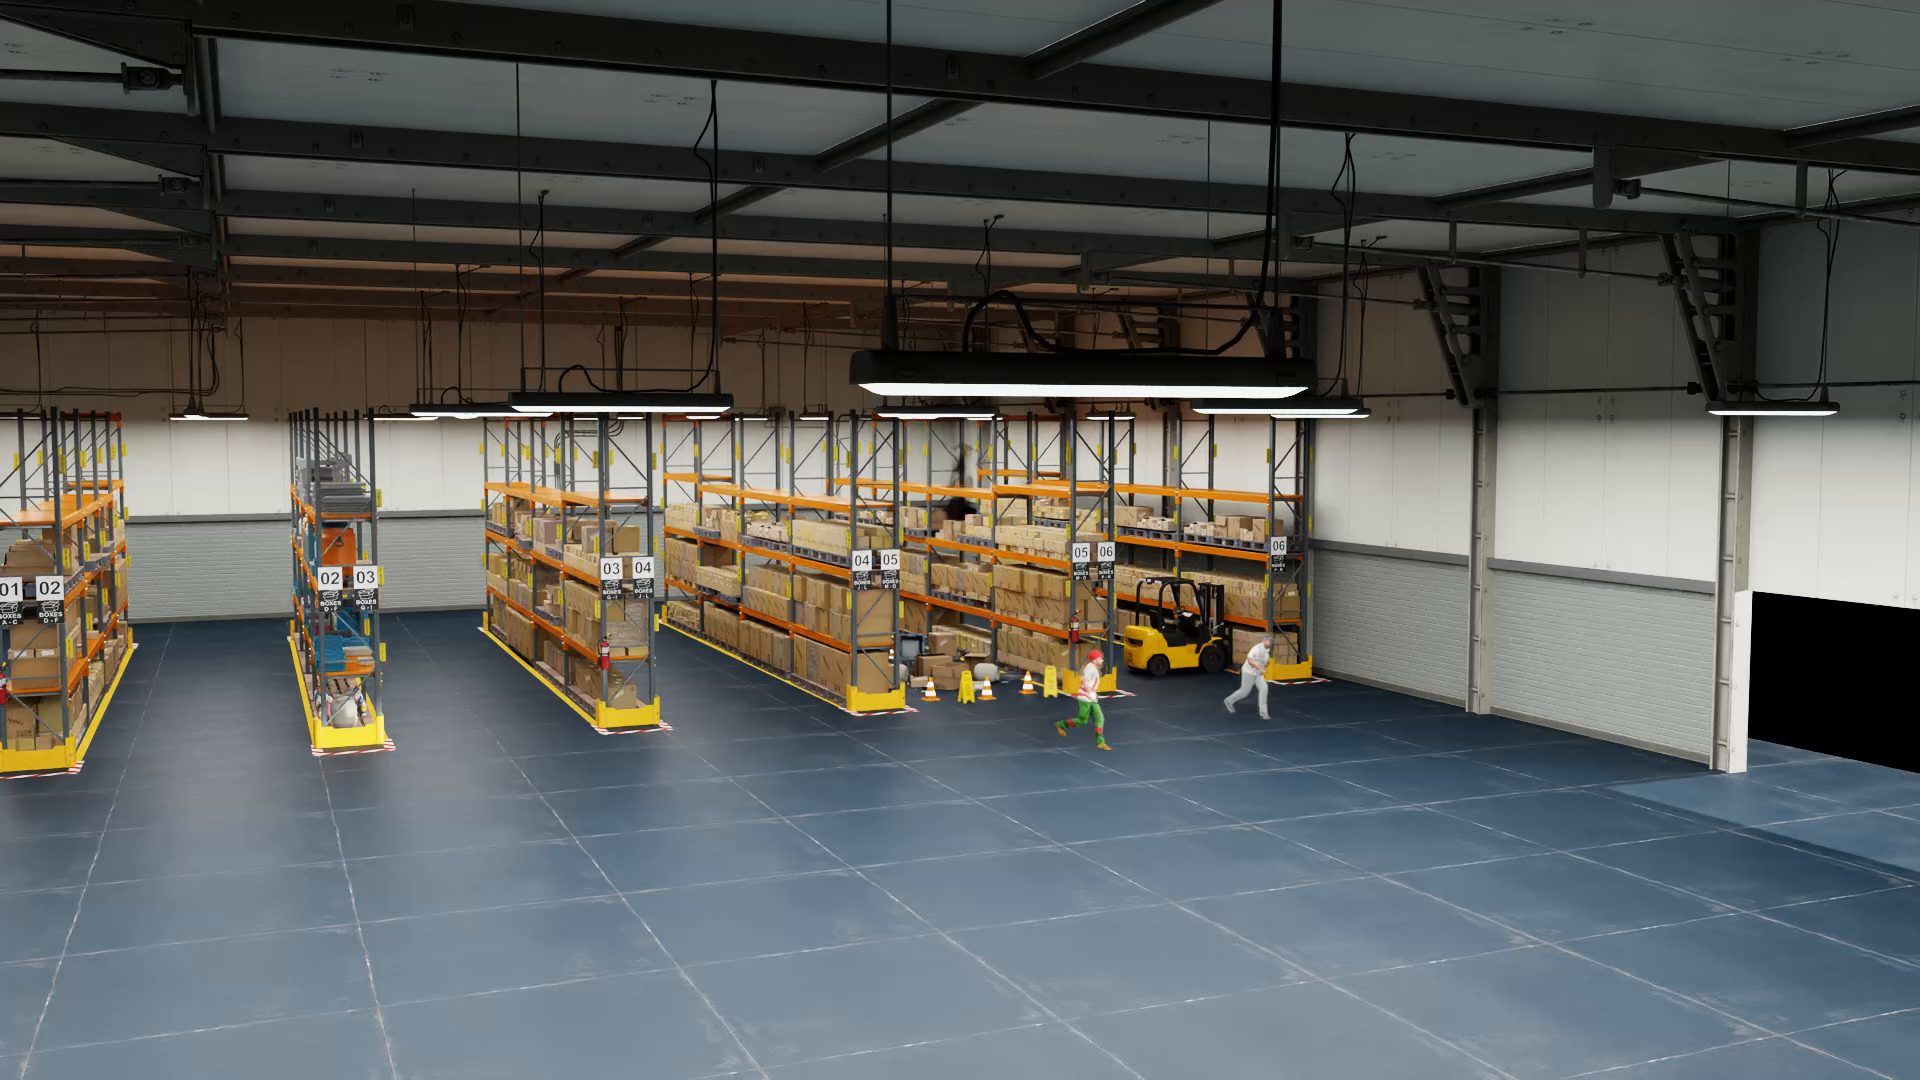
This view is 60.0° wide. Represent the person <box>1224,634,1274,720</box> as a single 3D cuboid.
[{"bbox_3d":[5.646,2.644,32.413,1.010,1.720,0.703,3,5,34],"label":"person"}]

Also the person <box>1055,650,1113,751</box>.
[{"bbox_3d":[2.183,2.814,29.242,1.038,1.772,0.660,1,4,16],"label":"person"}]

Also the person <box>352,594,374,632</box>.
[{"bbox_3d":[-16.483,1.763,45.583,0.583,1.555,0.650,0,4,5],"label":"person"}]

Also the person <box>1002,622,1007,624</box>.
[{"bbox_3d":[1.351,1.798,43.524,0.684,1.829,0.768,-2,4,-25],"label":"person"}]
